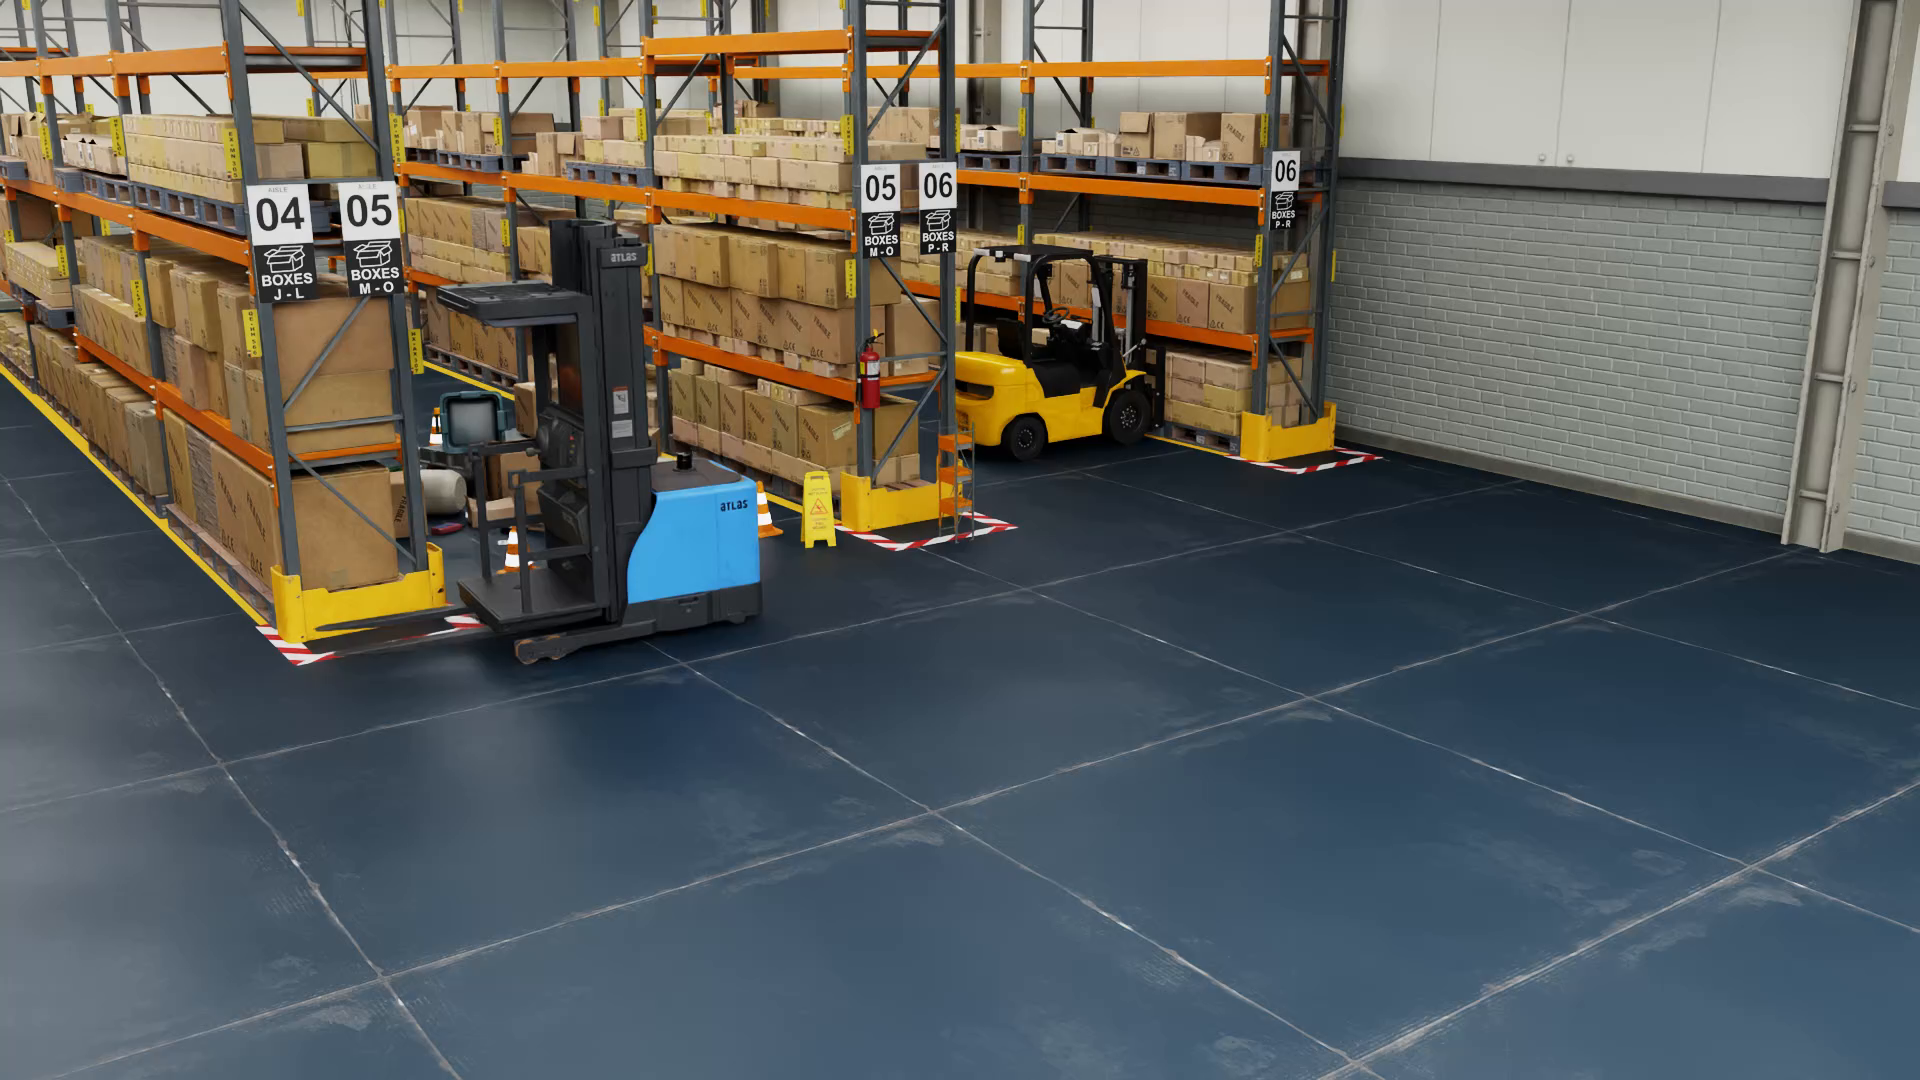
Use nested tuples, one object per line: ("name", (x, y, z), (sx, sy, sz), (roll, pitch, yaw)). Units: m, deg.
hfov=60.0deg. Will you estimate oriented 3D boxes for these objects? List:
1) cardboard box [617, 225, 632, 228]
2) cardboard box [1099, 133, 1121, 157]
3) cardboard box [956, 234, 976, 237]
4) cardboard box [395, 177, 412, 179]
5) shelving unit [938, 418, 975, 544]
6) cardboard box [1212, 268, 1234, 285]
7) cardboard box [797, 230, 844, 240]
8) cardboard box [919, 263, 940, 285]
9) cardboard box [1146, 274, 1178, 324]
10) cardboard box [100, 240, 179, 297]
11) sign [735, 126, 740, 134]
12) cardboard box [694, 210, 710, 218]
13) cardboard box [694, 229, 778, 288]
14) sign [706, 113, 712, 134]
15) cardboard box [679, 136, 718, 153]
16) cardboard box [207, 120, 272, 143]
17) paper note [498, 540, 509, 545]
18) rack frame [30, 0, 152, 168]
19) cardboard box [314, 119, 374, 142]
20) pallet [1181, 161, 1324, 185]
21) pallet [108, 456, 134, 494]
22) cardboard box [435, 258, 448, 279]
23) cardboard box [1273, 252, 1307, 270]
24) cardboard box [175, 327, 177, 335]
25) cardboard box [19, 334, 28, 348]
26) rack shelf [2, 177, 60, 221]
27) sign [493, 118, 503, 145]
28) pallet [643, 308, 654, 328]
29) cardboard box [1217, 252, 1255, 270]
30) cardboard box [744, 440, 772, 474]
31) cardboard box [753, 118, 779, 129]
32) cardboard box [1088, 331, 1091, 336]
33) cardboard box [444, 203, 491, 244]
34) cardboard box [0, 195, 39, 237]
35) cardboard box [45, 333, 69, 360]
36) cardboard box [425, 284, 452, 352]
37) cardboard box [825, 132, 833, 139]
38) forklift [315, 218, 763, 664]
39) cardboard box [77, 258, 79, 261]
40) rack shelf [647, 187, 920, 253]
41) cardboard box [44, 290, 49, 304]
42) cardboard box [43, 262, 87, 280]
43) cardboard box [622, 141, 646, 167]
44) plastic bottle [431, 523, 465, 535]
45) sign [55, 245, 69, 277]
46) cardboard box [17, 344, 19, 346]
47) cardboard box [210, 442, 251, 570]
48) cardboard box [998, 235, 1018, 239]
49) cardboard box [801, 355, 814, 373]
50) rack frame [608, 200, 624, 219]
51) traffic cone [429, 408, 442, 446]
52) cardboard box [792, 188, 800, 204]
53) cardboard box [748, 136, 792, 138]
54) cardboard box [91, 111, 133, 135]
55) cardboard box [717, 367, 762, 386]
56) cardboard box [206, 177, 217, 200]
("cardboard box", (-3.881, -3.447, 18.712), (0.380, 0.149, 0.250), (-12, 19, -37))
("cardboard box", (1.808, -4.516, 18.983), (0.396, 0.266, 0.258), (-11, 19, -36))
("cardboard box", (0.026, -3.916, 21.782), (0.380, 0.149, 0.250), (-11, 19, -34))
("cardboard box", (-8.719, -5.573, 25.943), (0.380, 0.149, 0.250), (-10, 18, -33))
("shelving unit", (-0.031, -0.518, 14.479), (0.215, 1.050, 0.252), (-11, 19, -35))
("cardboard box", (2.929, -2.835, 17.835), (0.380, 0.149, 0.250), (-11, 18, -34))
("cardboard box", (-2.053, -4.407, 24.485), (0.500, 0.250, 0.500), (-12, 19, -37))
("cardboard box", (-0.203, -3.569, 22.217), (0.500, 0.250, 0.500), (-10, 18, -33))
("cardboard box", (2.432, -2.728, 18.671), (0.500, 0.500, 0.500), (-11, 19, -36))
("cardboard box", (-8.270, -2.757, 16.883), (0.700, 0.500, 0.500), (-11, 19, -35))
("sign", (-2.397, -4.259, 17.792), (0.100, 0.325, 0.005), (-11, 19, -35))
("cardboard box", (-4.183, -5.748, 28.196), (0.500, 0.500, 0.500), (-11, 19, -36))
("cardboard box", (-2.192, -2.799, 16.474), (0.700, 0.500, 0.500), (-11, 19, -36))
("sign", (-3.957, -6.566, 26.224), (0.100, 0.325, 0.005), (-11, 19, -35))
("cardboard box", (-2.586, -3.960, 16.646), (0.380, 0.149, 0.250), (-12, 19, -36))
("cardboard box", (-5.042, -2.866, 11.665), (0.380, 0.149, 0.250), (-11, 19, -34))
("paper note", (-3.948, 0.011, 14.481), (0.144, 0.017, 0.142), (-4, 16, -15))
("rack frame", (-9.128, -5.434, 17.385), (1.000, 3.000, 0.127), (-11, 19, -35))
("cardboard box", (-4.363, -2.914, 11.840), (0.380, 0.149, 0.250), (-11, 19, -34))
("pallet", (3.139, -3.953, 17.822), (1.003, 0.211, 1.213), (-11, 19, -35))
("pallet", (-8.012, -0.755, 16.936), (1.003, 0.211, 1.213), (-11, 19, -35))
("cardboard box", (-6.896, -3.755, 22.899), (0.500, 0.250, 0.500), (-11, 19, -35))
("cardboard box", (3.509, -3.003, 17.885), (0.380, 0.149, 0.250), (-11, 19, -36))
("cardboard box", (-6.208, -1.568, 14.339), (0.875, 0.550, 0.550), (-11, 19, -35))
("cardboard box", (-12.234, -2.645, 22.037), (0.380, 0.149, 0.250), (-11, 19, -35))
("rack shelf", (-10.304, -4.068, 19.436), (1.077, 0.370, 4.000), (-11, 19, -35))
("sign", (-5.637, -4.981, 20.280), (0.100, 0.325, 0.005), (-11, 19, -35))
("pallet", (-3.163, -2.570, 18.647), (1.003, 0.211, 1.213), (-11, 19, -35))
("cardboard box", (2.982, -2.990, 17.836), (0.380, 0.149, 0.250), (-11, 19, -34))
("cardboard box", (-1.783, -0.852, 16.421), (0.500, 0.250, 0.500), (-12, 19, -37))
("cardboard box", (-2.888, -6.280, 25.083), (0.380, 0.149, 0.250), (-11, 19, -34))
("cardboard box", (1.505, -2.344, 19.976), (0.500, 0.250, 0.500), (-11, 19, -34))
("cardboard box", (-6.586, -4.255, 22.359), (0.500, 0.500, 0.500), (-11, 19, -35))
("cardboard box", (-12.283, -4.237, 21.727), (0.500, 0.500, 0.500), (-12, 19, -36))
("cardboard box", (-10.648, -2.332, 19.933), (0.500, 0.250, 0.500), (-10, 18, -32))
("cardboard box", (-7.106, -3.243, 23.971), (0.875, 0.875, 0.875), (-10, 18, -33))
("cardboard box", (-1.710, -5.765, 23.806), (0.380, 0.149, 0.250), (-11, 19, -36))
("forklift", (-2.994, -0.718, 11.647), (3.031, 2.935, 1.130), (-9, 18, -30))
("cardboard box", (-10.622, -3.398, 20.427), (0.380, 0.149, 0.250), (-12, 19, -36))
("rack shelf", (-1.655, -3.149, 16.081), (1.077, 0.370, 4.000), (-11, 19, -35))
("cardboard box", (-9.934, -2.709, 18.474), (0.380, 0.149, 0.250), (-11, 19, -35))
("cardboard box", (-9.787, -2.943, 18.199), (0.380, 0.149, 0.250), (-12, 19, -37))
("cardboard box", (-3.292, -4.156, 17.884), (0.500, 0.250, 0.500), (-11, 19, -36))
("plastic bottle", (-4.566, -0.106, 14.847), (0.133, 0.061, 0.283), (10, 18, 33))
("sign", (-9.561, -2.975, 17.720), (0.100, 0.325, 0.005), (-11, 19, -35))
("cardboard box", (-12.638, -2.675, 22.708), (0.380, 0.149, 0.250), (-12, 19, -37))
("cardboard box", (-5.395, -0.332, 13.338), (0.875, 0.875, 0.875), (-11, 19, -35))
("cardboard box", (0.720, -3.887, 21.679), (0.380, 0.149, 0.250), (-11, 19, -35))
("cardboard box", (-1.245, -1.643, 15.372), (0.380, 0.149, 0.250), (-11, 19, -35))
("rack frame", (-5.874, -5.810, 30.123), (1.000, 3.000, 0.127), (-11, 19, -35))
("traffic cone", (-5.672, -1.207, 18.110), (0.336, 0.463, 0.334), (-11, 19, -35))
("cardboard box", (-1.312, -3.155, 15.216), (0.380, 0.149, 0.250), (-11, 19, -34))
("cardboard box", (-1.914, -4.005, 16.810), (0.380, 0.149, 0.250), (-10, 18, -33))
("cardboard box", (-9.446, -4.644, 18.541), (0.396, 0.266, 0.258), (-11, 19, -35))
("cardboard box", (-2.214, -1.657, 16.712), (0.380, 0.149, 0.250), (-10, 18, -31))
("cardboard box", (-5.193, -2.536, 11.968), (0.380, 0.149, 0.250), (-11, 19, -34))
